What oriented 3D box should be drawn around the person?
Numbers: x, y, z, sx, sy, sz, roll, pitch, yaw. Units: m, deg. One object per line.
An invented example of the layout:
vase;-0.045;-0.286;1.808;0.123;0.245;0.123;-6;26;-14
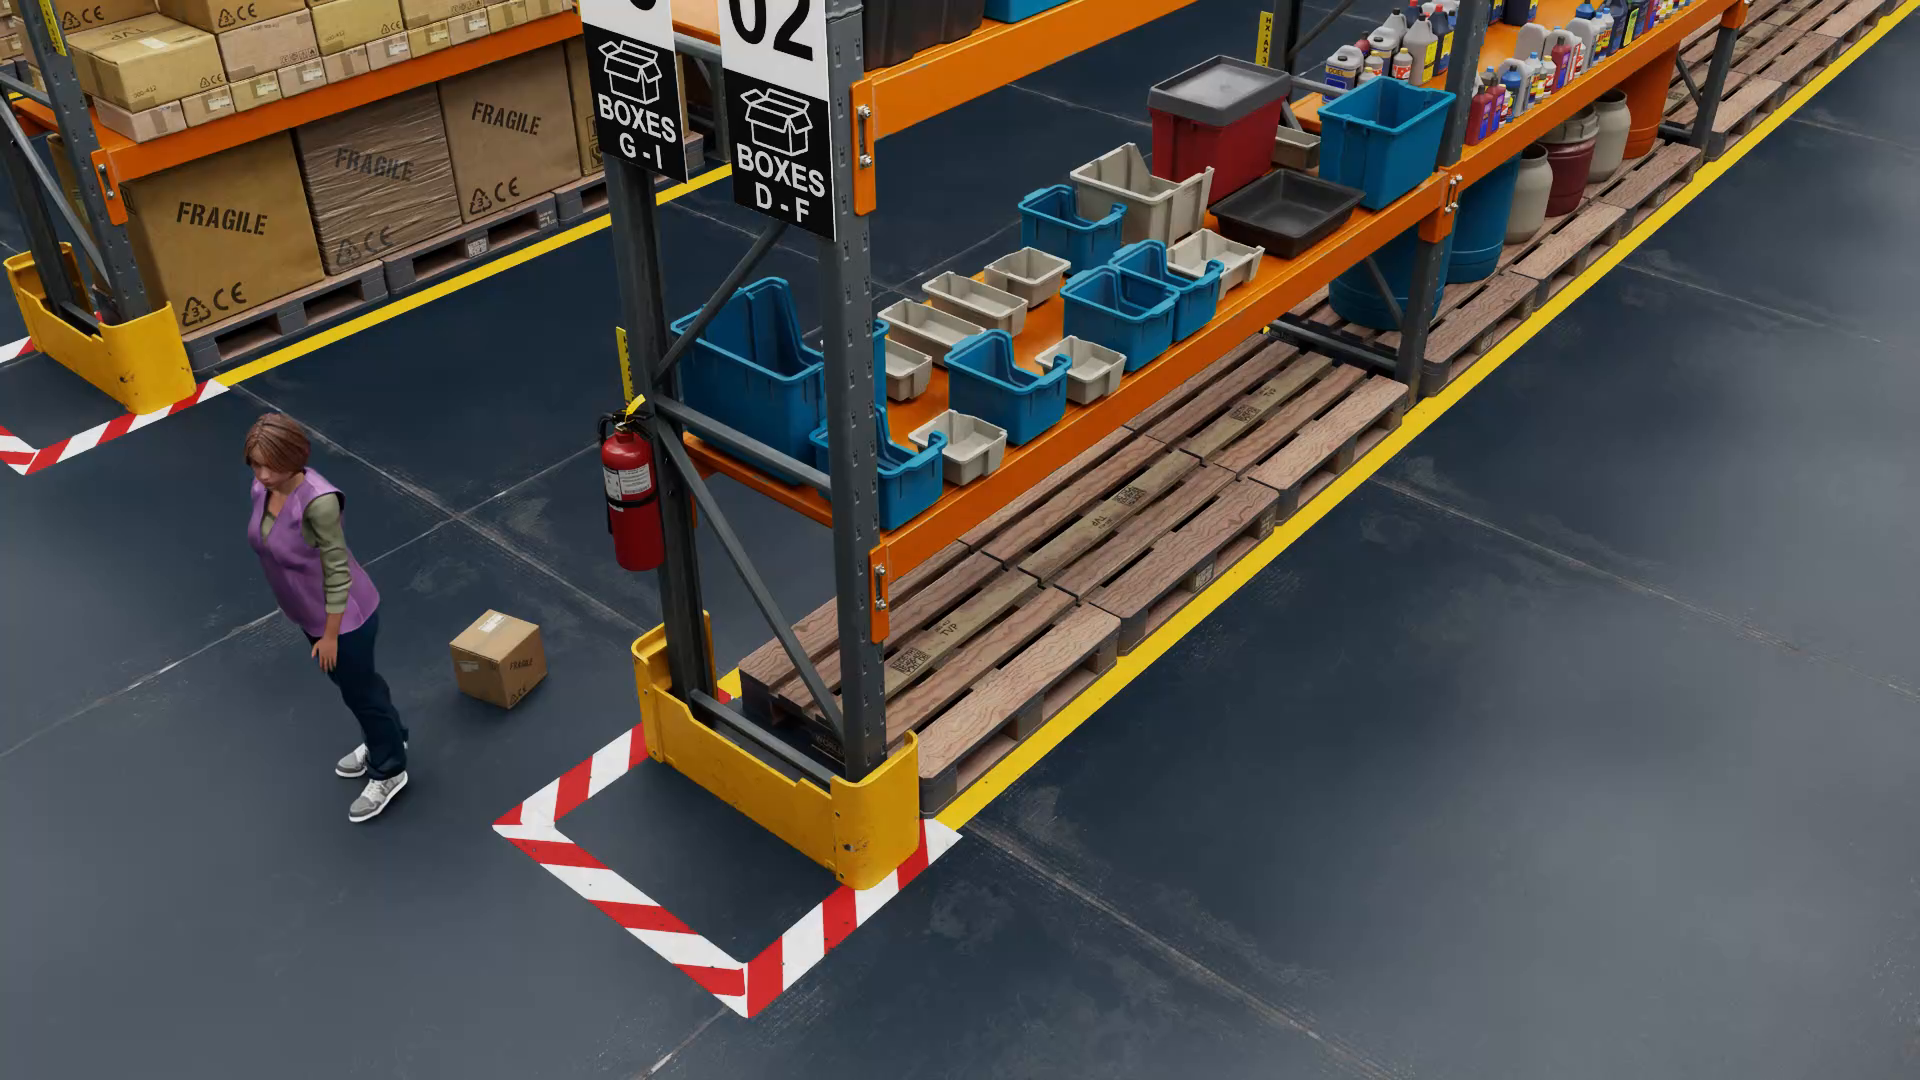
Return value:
person;-2.193;0.252;5.782;0.429;1.613;0.369;27;44;33
